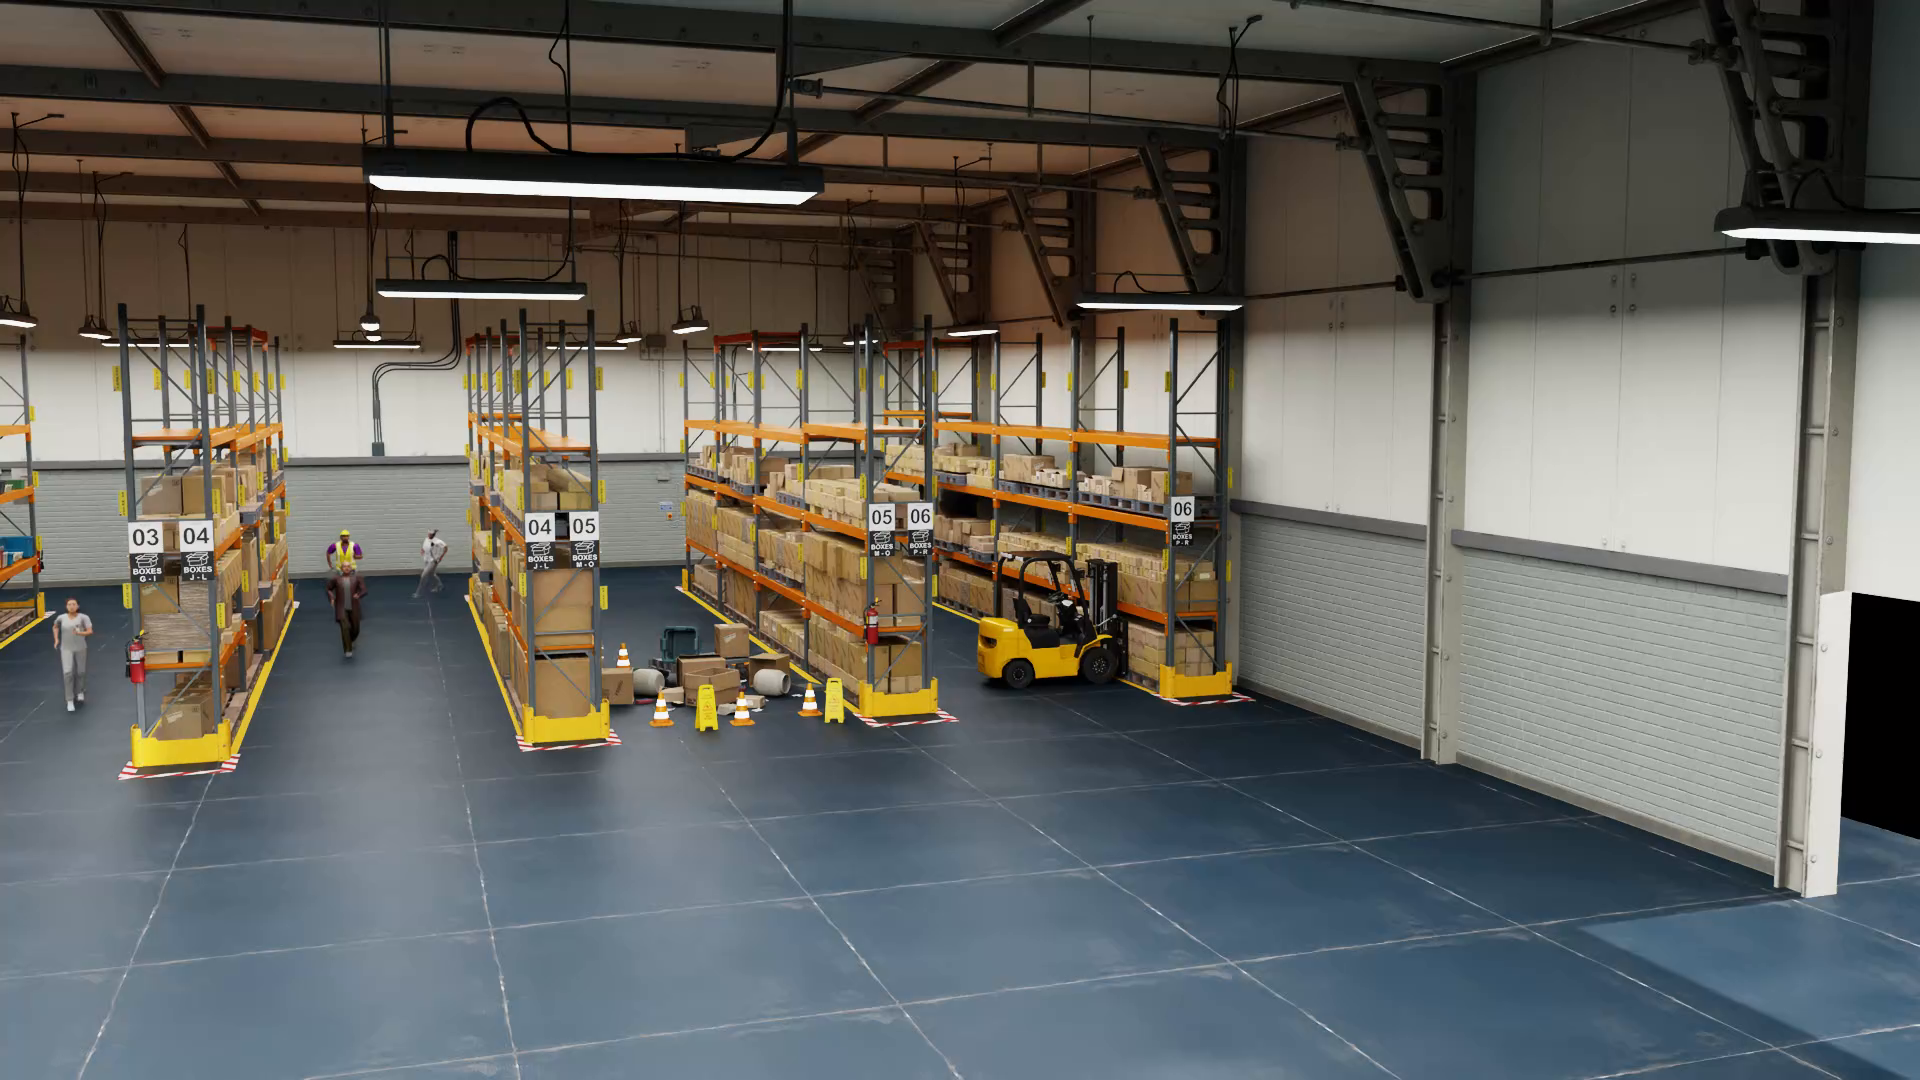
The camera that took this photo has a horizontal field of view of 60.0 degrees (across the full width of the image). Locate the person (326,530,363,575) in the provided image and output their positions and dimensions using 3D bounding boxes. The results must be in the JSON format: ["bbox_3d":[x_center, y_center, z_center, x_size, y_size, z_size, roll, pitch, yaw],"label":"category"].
[{"bbox_3d":[-13.458,0.680,36.414,0.720,1.817,0.864,-3,6,-27],"label":"person"}]

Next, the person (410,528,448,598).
[{"bbox_3d":[-12.334,0.518,38.819,0.707,1.657,0.909,4,7,34],"label":"person"}]

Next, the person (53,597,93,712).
[{"bbox_3d":[-13.662,1.729,25.635,0.541,1.714,0.830,-3,6,-28],"label":"person"}]

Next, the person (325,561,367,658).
[{"bbox_3d":[-11.201,1.252,30.384,0.720,1.745,0.904,-3,6,-25],"label":"person"}]
